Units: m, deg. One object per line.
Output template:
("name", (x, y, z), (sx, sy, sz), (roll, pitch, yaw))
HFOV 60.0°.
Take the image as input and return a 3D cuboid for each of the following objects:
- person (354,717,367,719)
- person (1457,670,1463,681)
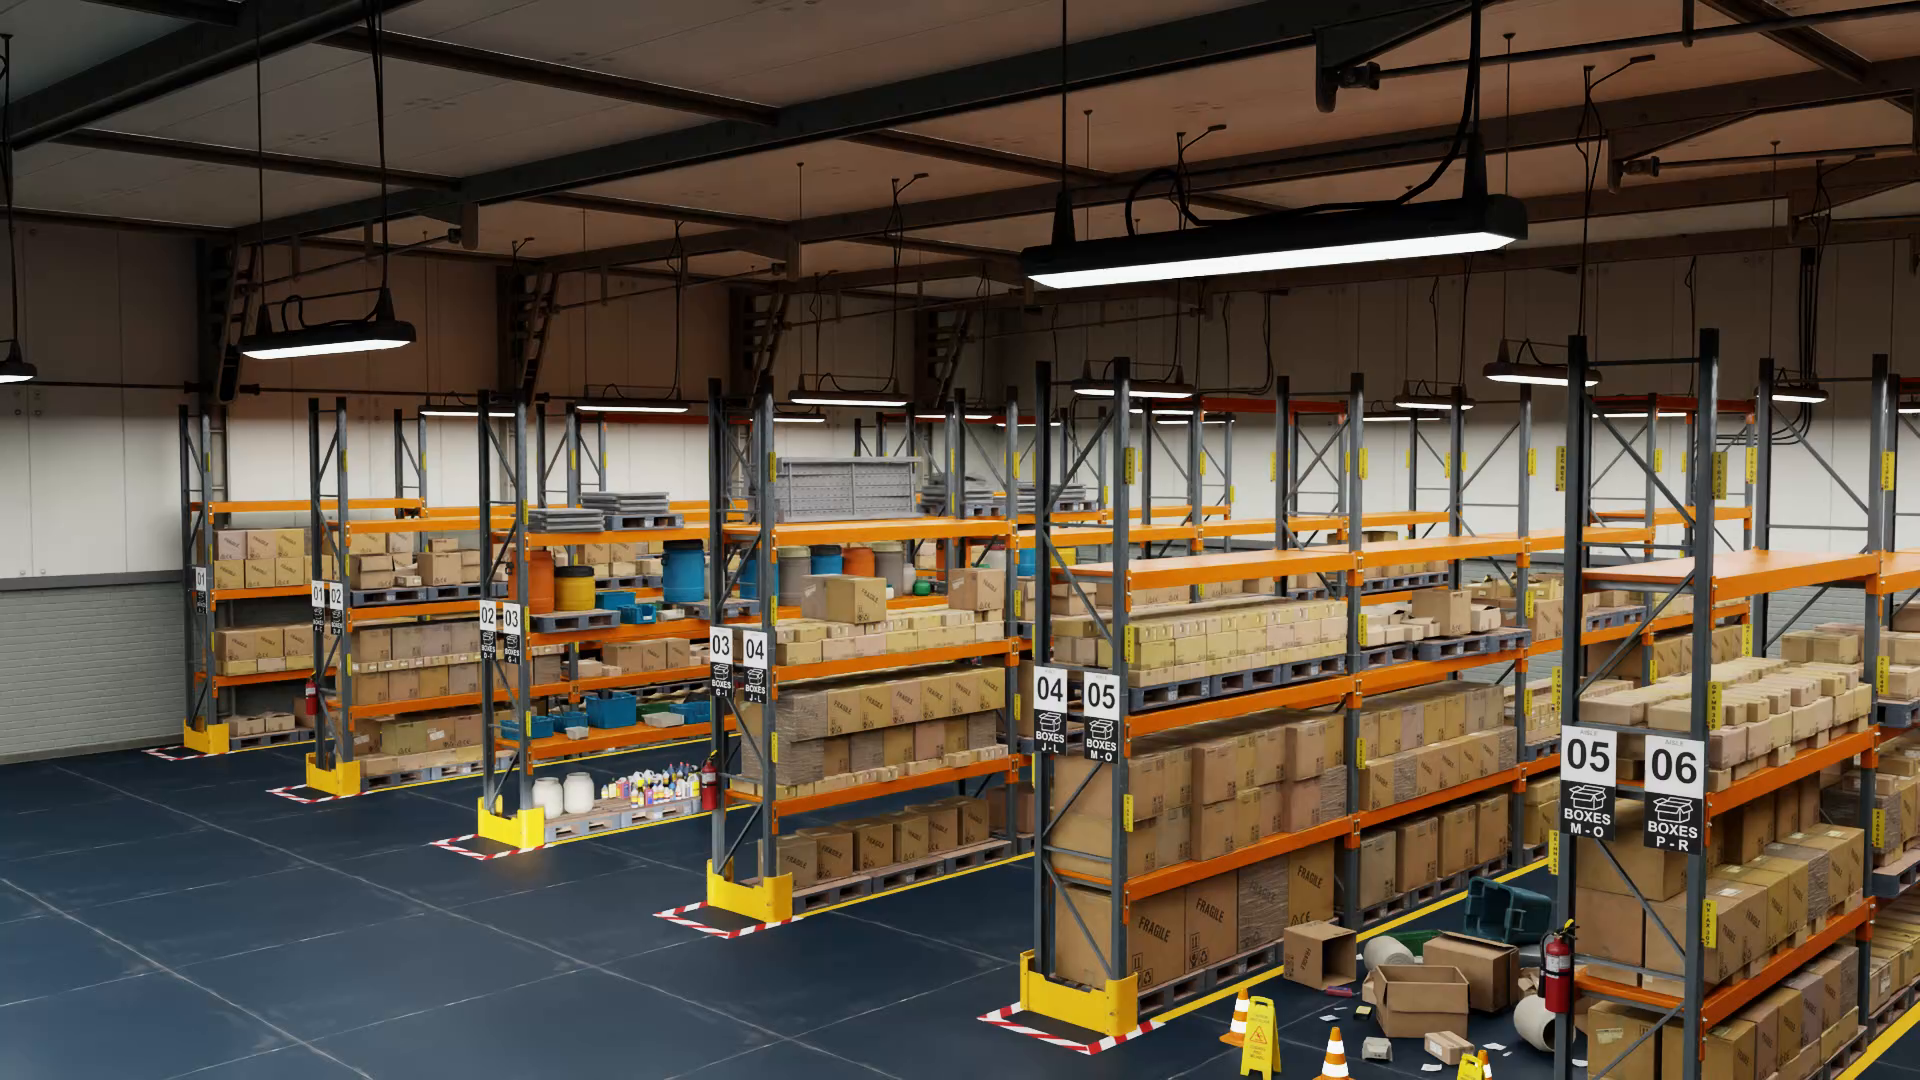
("person", (-10.188, 2.805, 27.837), (0.507, 1.775, 0.594), (-2, 4, -36))
("person", (8.011, 2.920, 26.549), (0.503, 1.712, 0.636), (-2, 4, -33))
